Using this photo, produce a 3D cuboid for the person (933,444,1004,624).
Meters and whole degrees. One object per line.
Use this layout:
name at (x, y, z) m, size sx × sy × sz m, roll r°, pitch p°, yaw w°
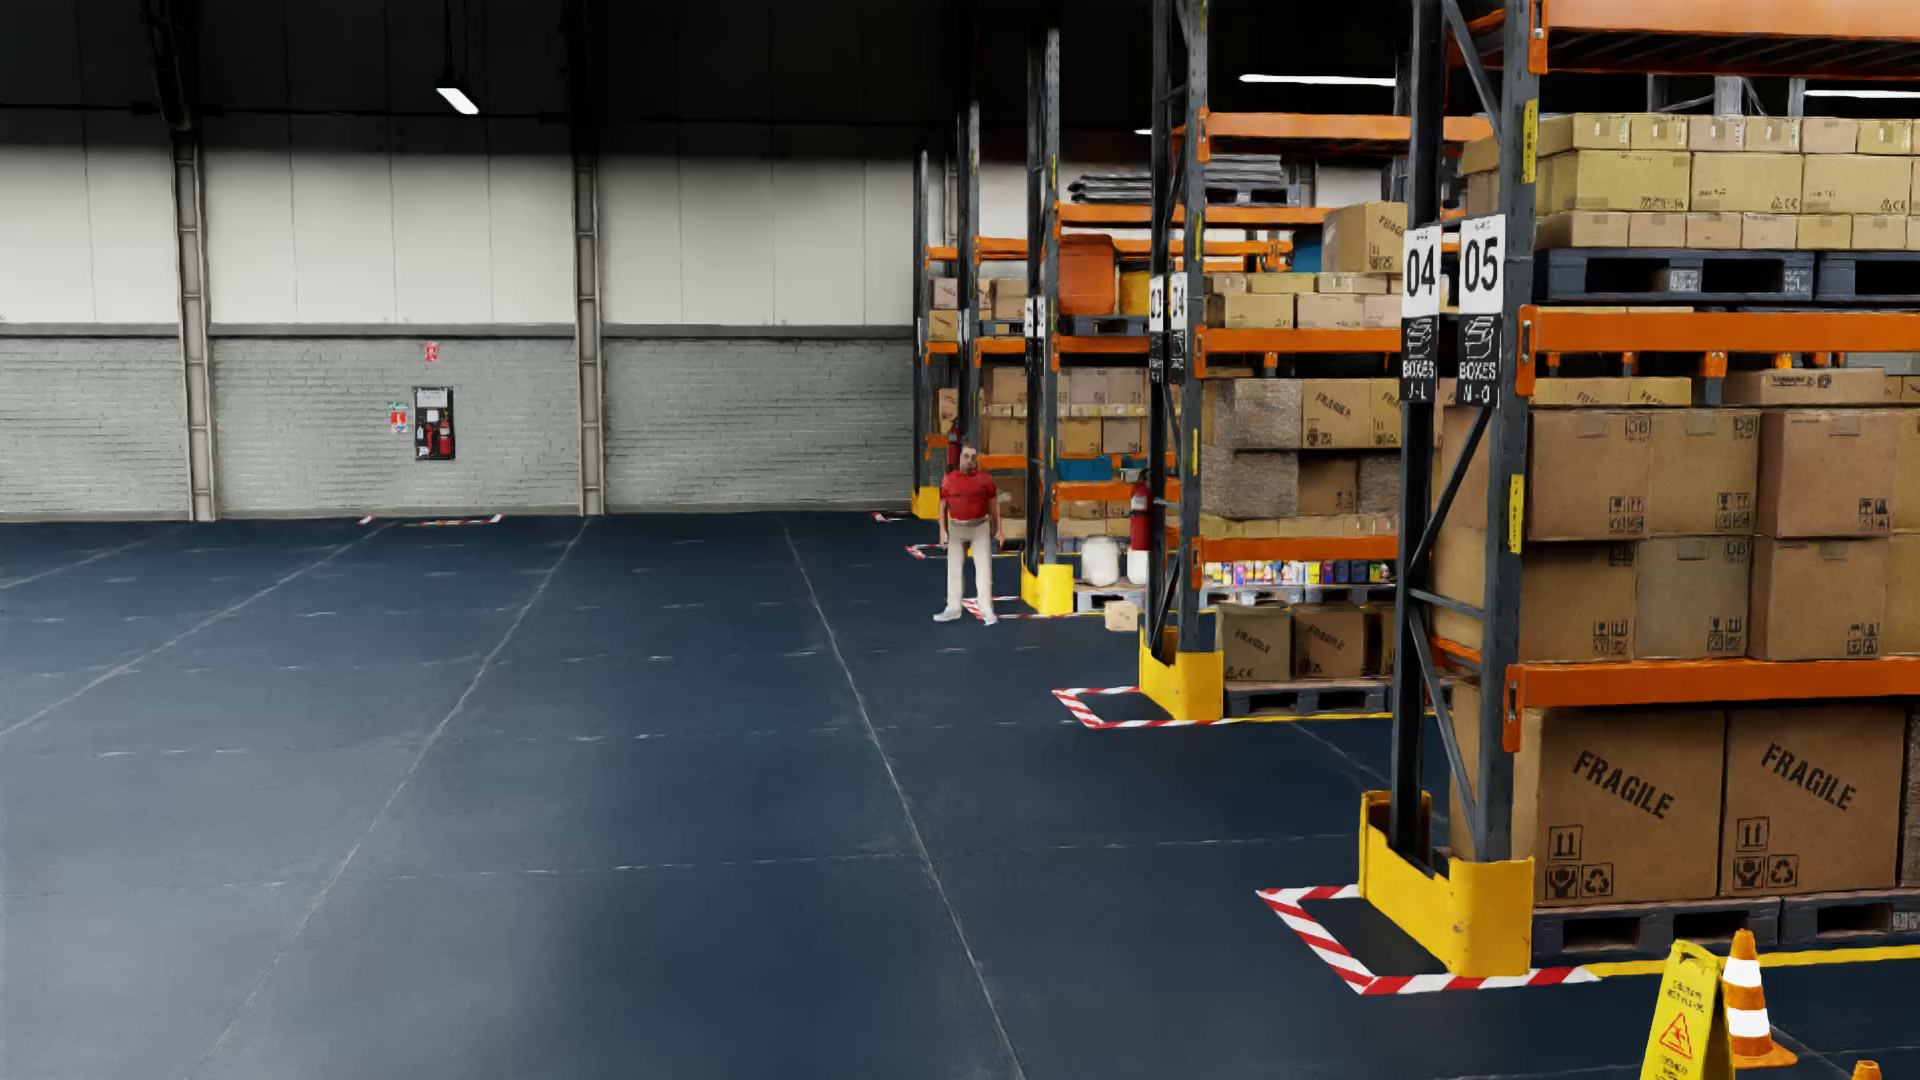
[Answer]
person at (0.076, -0.066, 16.173) m, size 0.692 × 1.734 × 0.395 m, roll 1°, pitch 6°, yaw 8°
